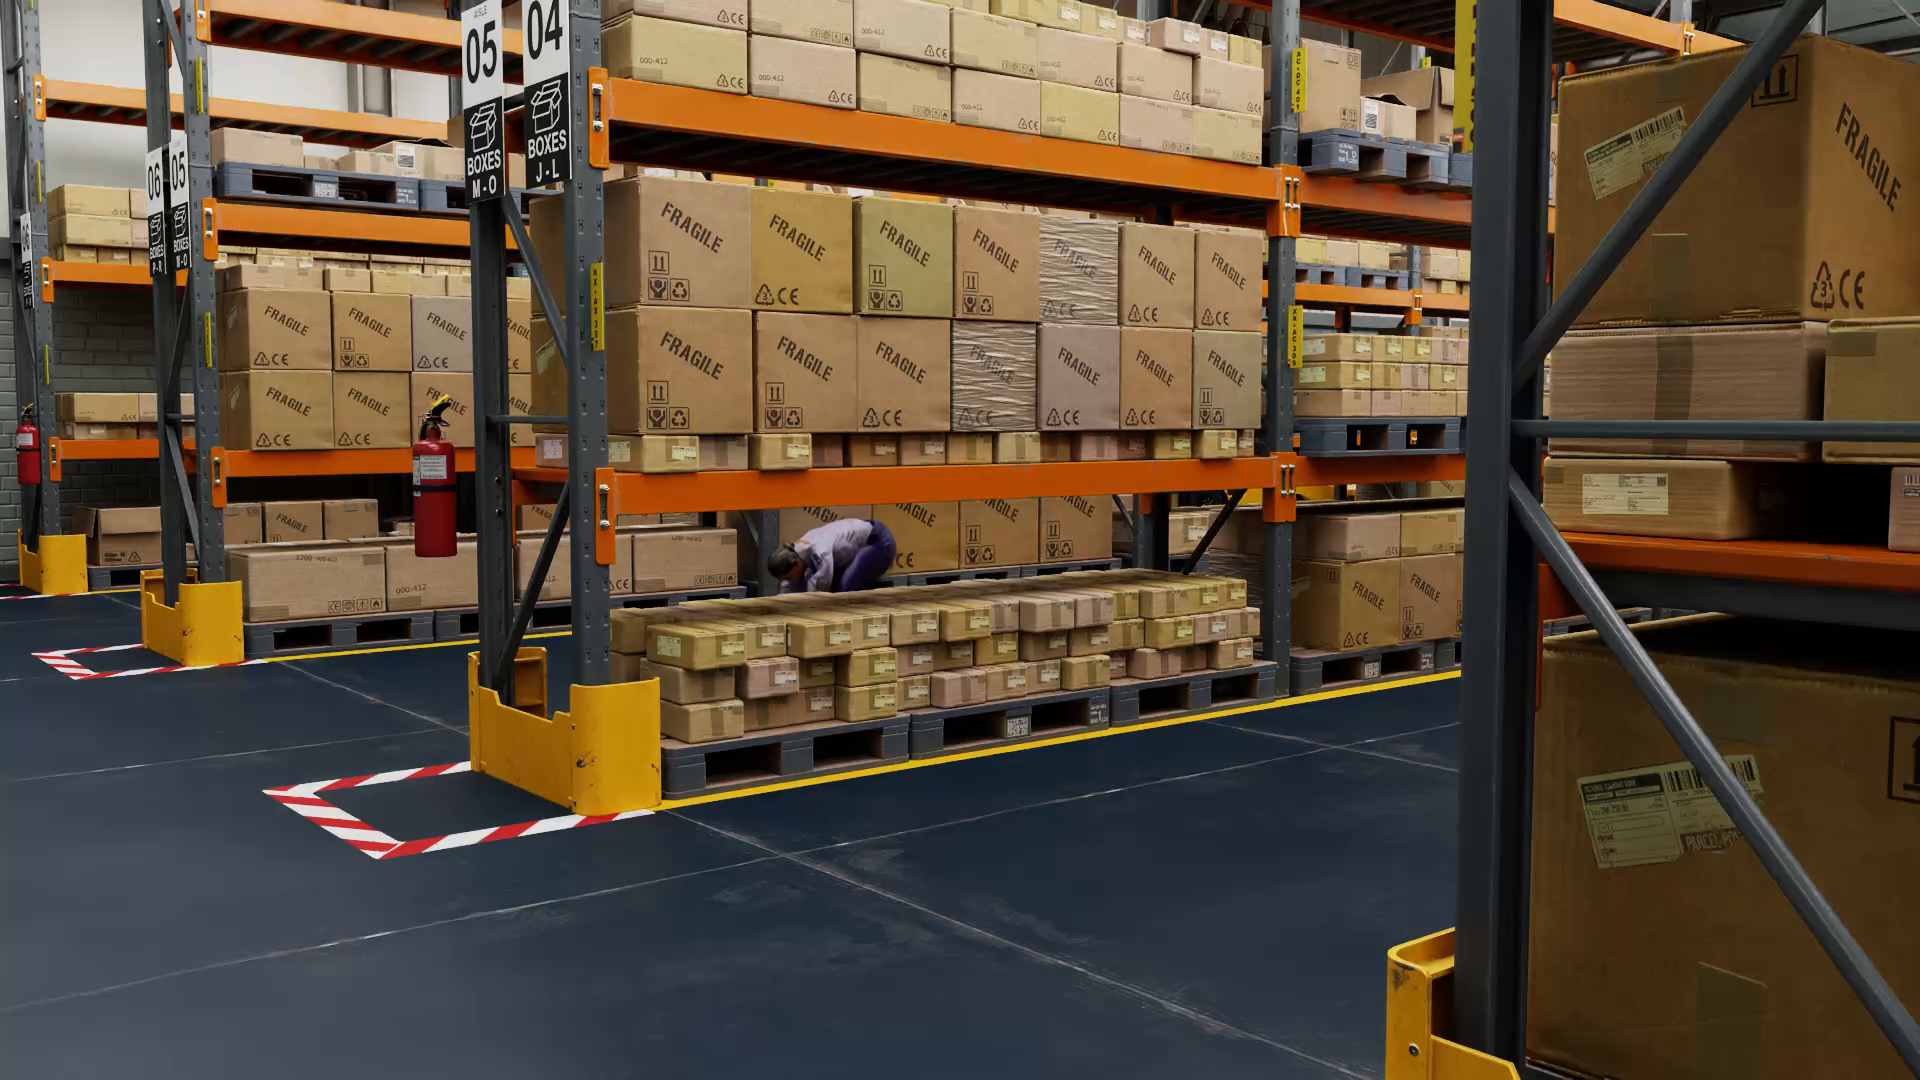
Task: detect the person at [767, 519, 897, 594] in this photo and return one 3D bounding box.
[{"bbox_3d":[-0.808,0.317,10.233,0.898,0.881,0.502,-4,6,-42],"label":"person"}]
